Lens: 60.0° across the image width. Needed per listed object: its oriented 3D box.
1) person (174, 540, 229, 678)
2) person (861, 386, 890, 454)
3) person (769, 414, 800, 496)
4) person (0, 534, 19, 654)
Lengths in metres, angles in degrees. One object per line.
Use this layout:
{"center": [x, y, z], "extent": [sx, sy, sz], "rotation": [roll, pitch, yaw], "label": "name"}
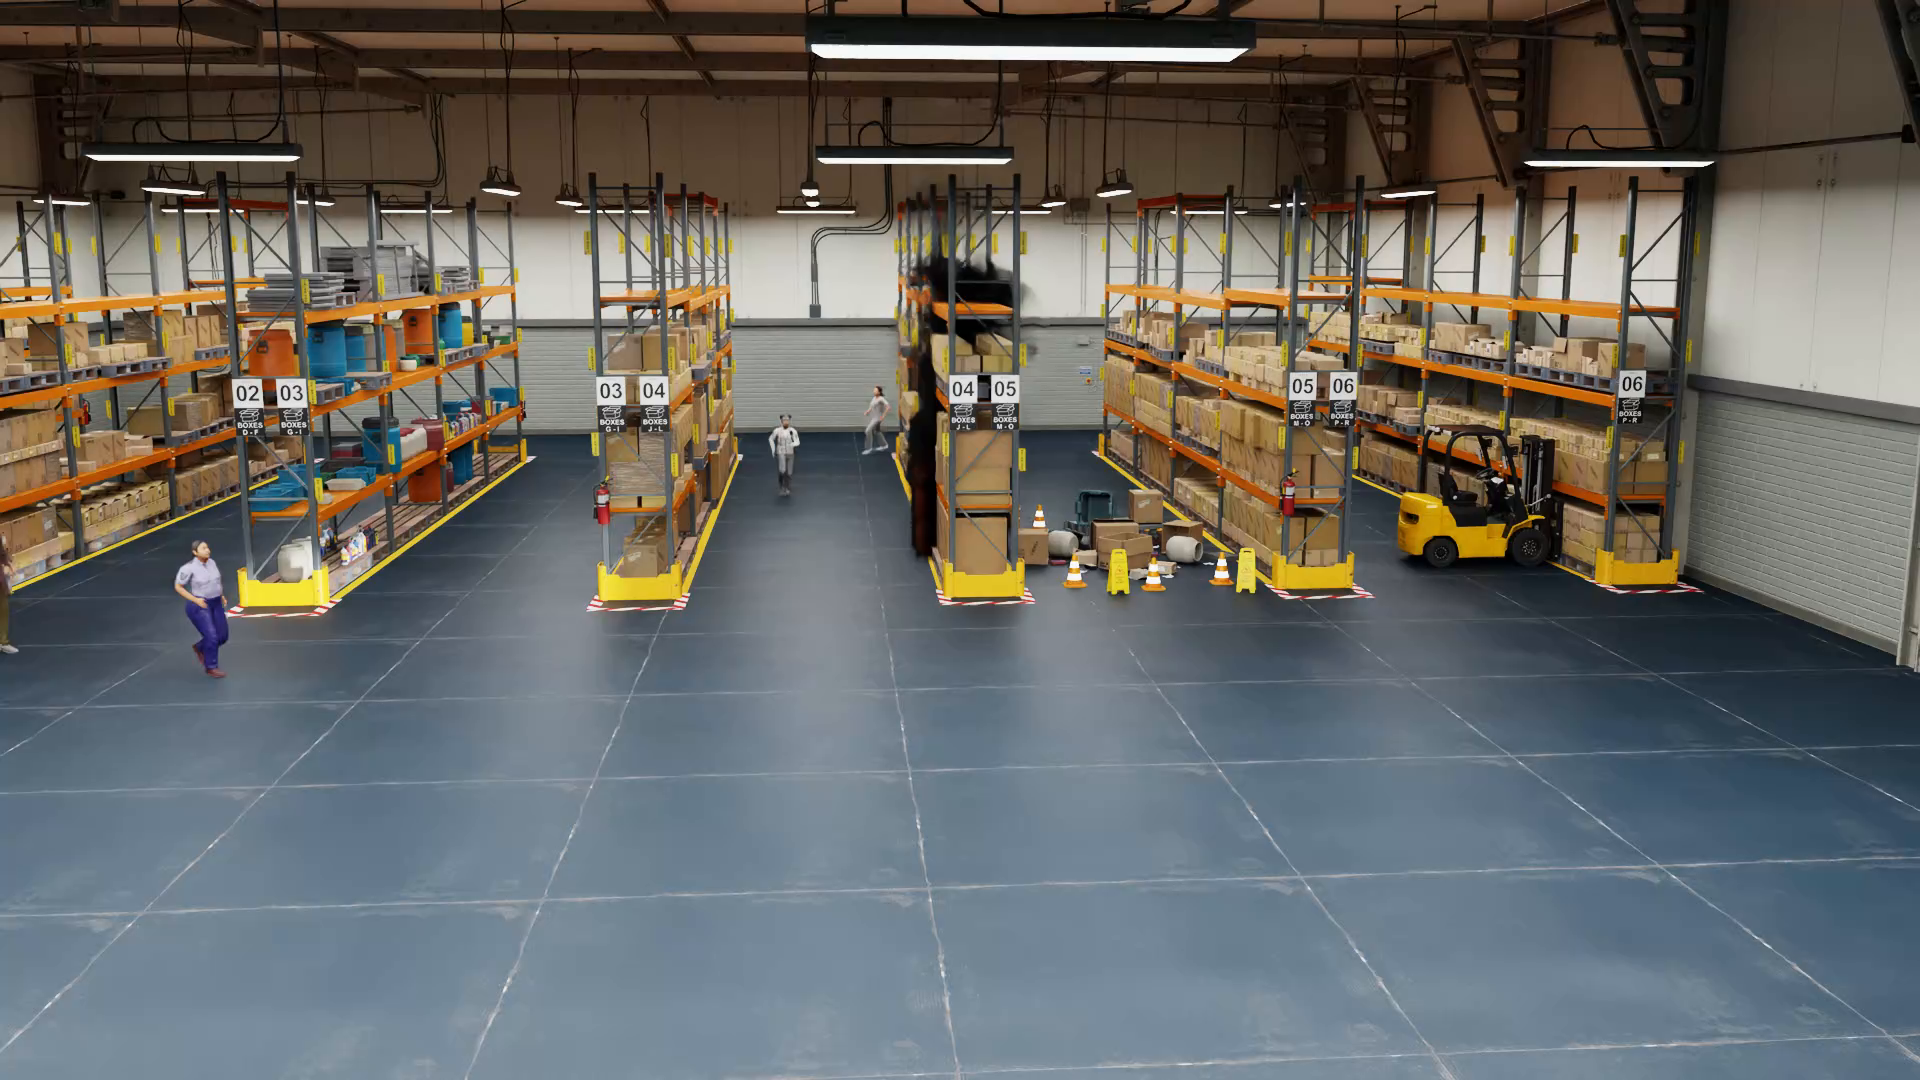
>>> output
{"center": [-8.931, 0.805, 19.568], "extent": [0.594, 1.612, 0.615], "rotation": [4, 11, 22], "label": "person"}
{"center": [-2.014, -2.914, 40.483], "extent": [0.758, 1.690, 0.649], "rotation": [-5, 11, -26], "label": "person"}
{"center": [-3.519, -1.716, 33.531], "extent": [0.583, 1.673, 0.649], "rotation": [-3, 10, -15], "label": "person"}
{"center": [-12.174, 0.524, 20.743], "extent": [0.920, 1.778, 0.718], "rotation": [4, 11, 22], "label": "person"}
